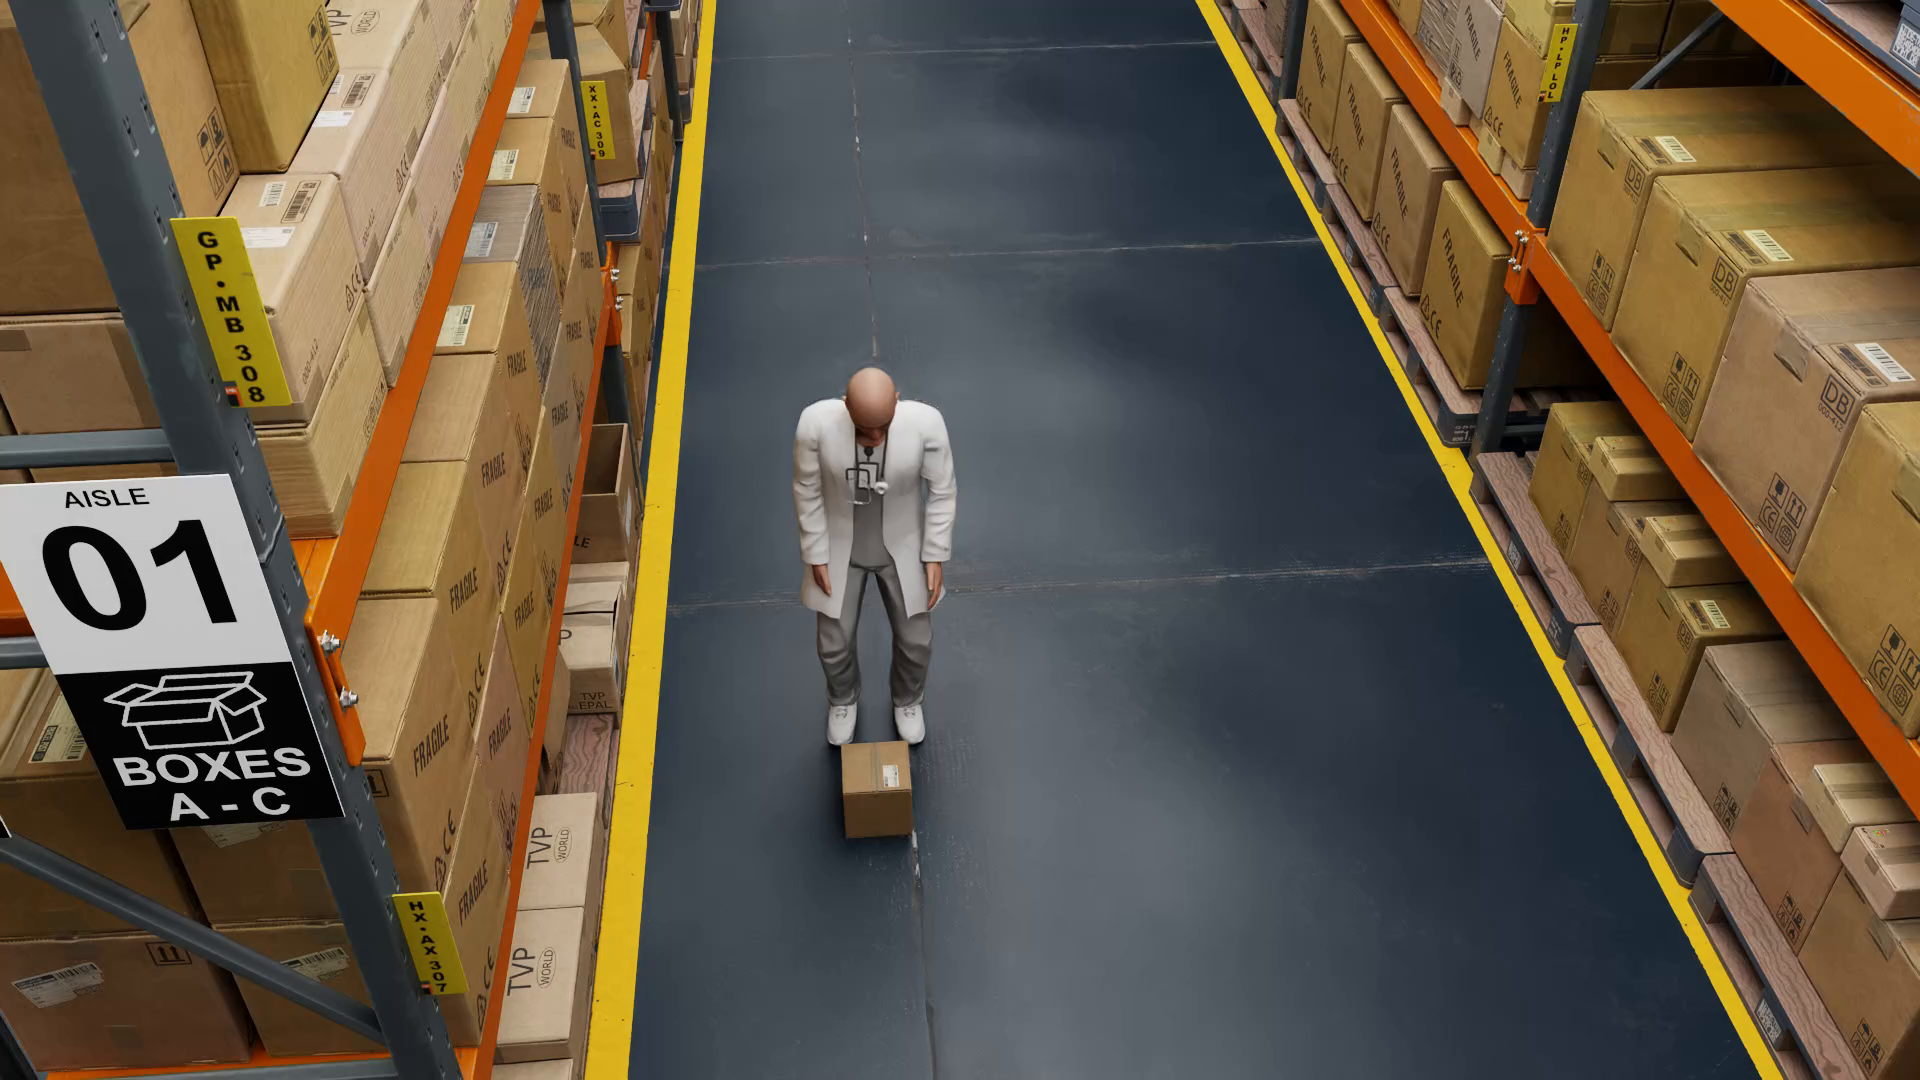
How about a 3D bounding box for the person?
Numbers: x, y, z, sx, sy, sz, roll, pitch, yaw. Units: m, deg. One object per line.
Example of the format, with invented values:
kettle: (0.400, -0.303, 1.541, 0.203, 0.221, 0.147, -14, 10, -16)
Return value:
person: (-0.308, 0.048, 6.165, 0.595, 1.715, 0.448, 0, 39, 0)
